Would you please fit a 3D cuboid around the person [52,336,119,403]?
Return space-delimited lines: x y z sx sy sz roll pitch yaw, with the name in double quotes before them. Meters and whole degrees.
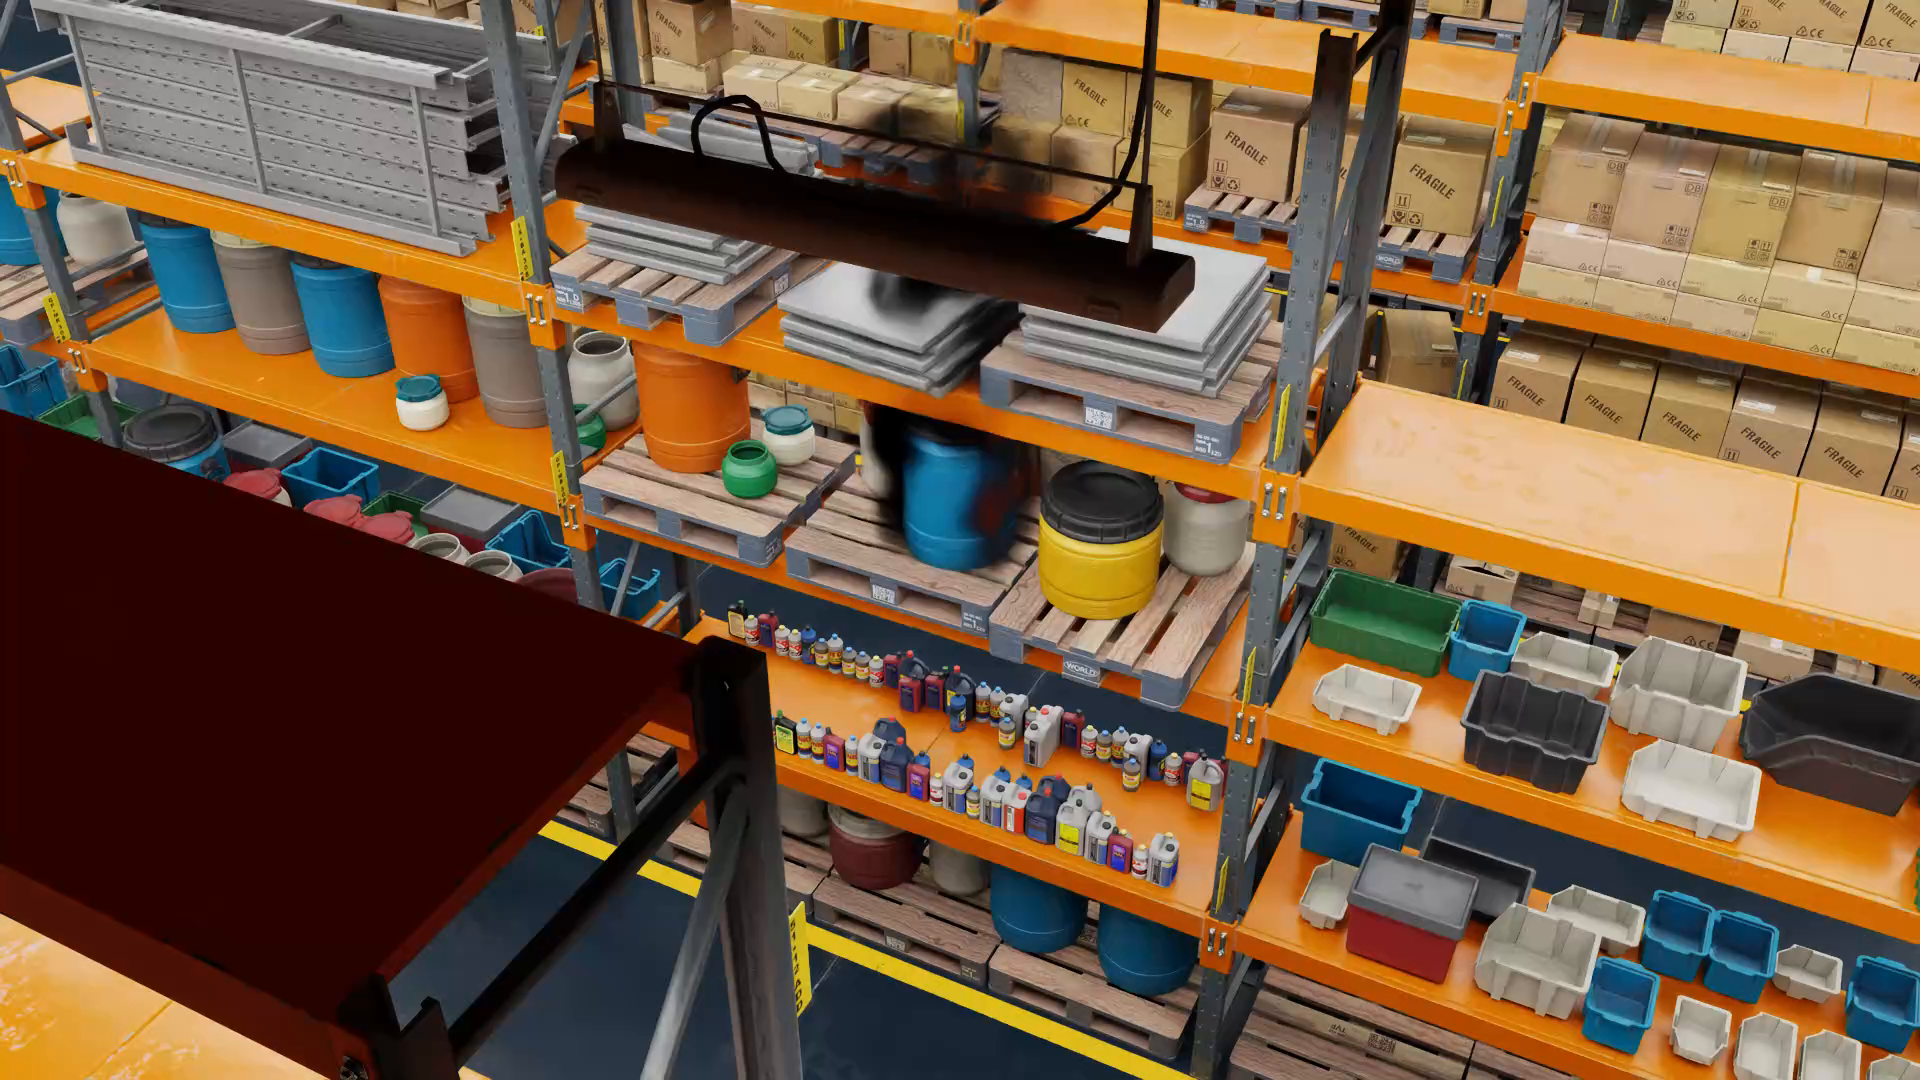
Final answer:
"person" -7.702 -1.570 14.594 0.721 1.736 0.676 20 40 26
